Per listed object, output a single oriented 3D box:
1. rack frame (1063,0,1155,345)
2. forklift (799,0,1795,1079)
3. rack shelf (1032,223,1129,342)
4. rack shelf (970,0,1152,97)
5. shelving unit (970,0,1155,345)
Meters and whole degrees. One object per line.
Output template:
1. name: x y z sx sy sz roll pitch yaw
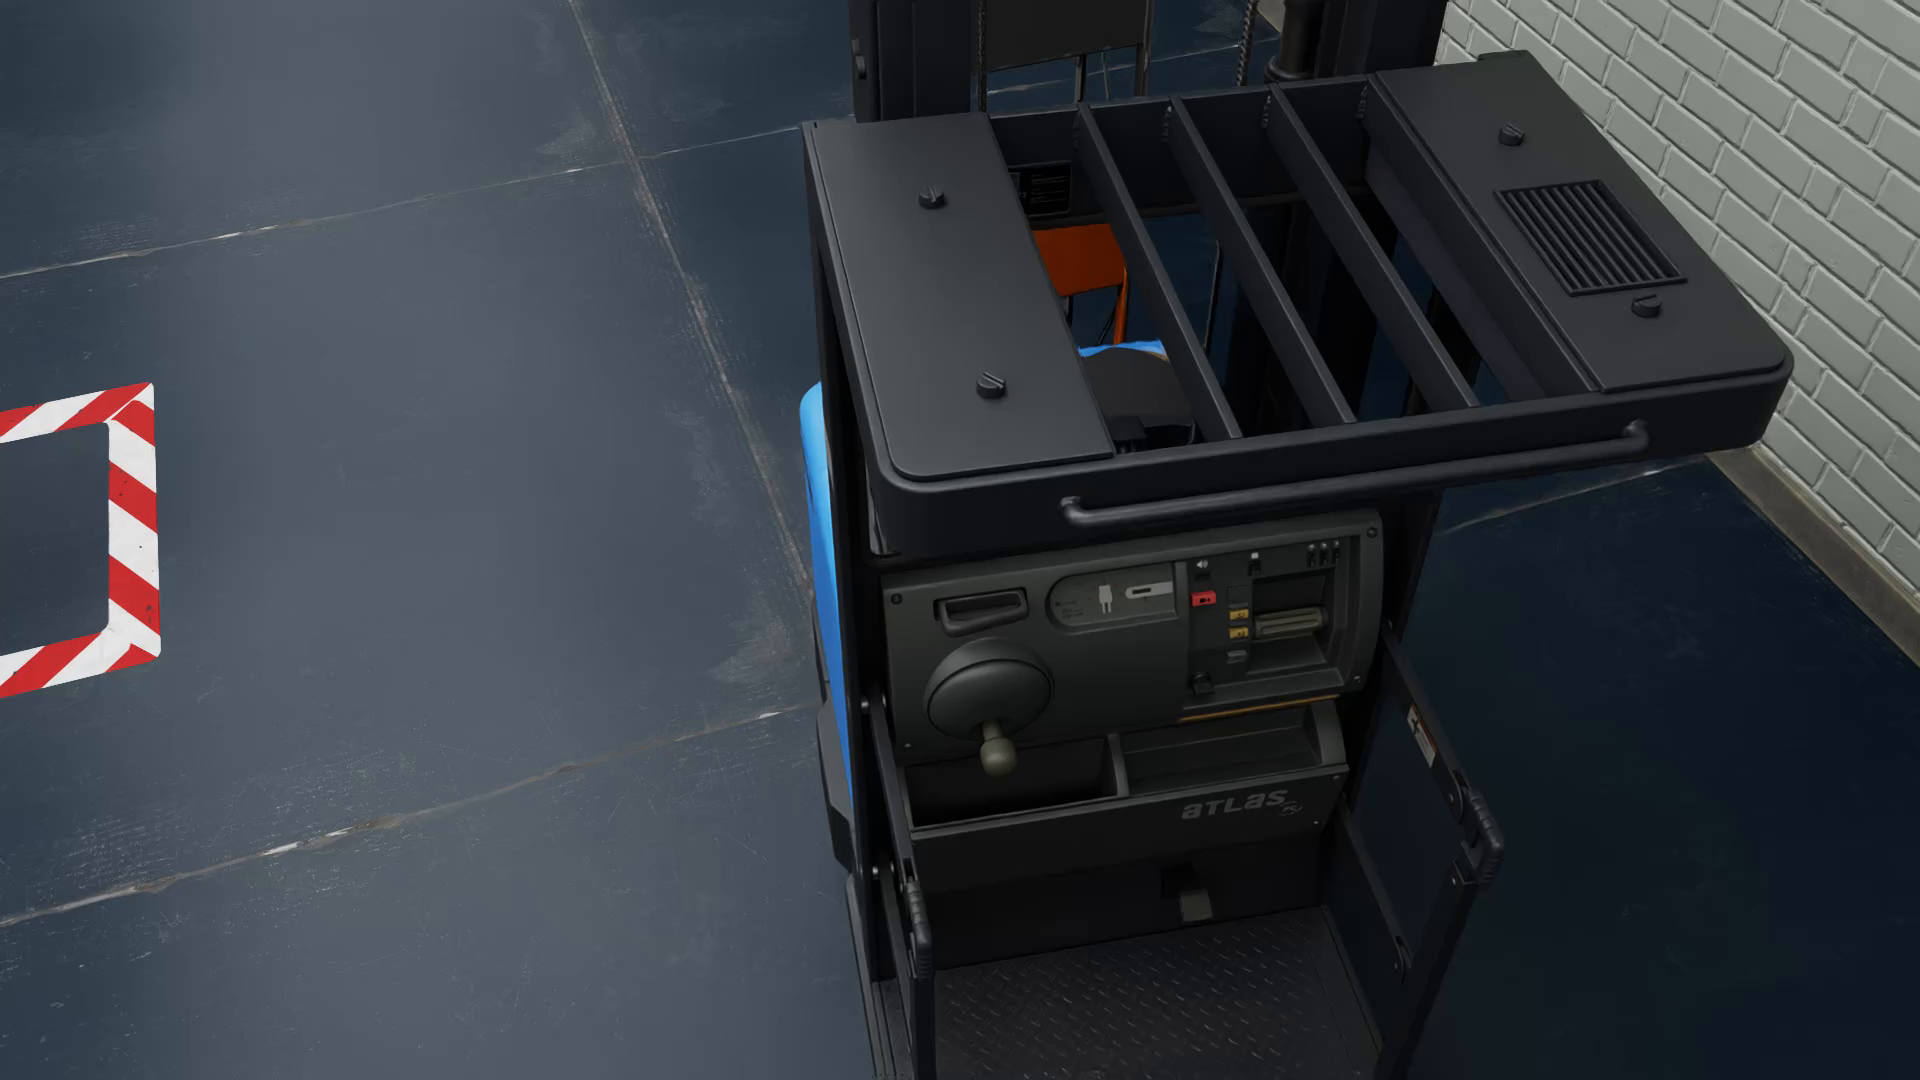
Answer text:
1. rack frame: 0.385 -0.840 4.604 0.015 2.100 0.400 -14 47 -14
2. forklift: 0.368 0.284 2.898 1.130 2.935 3.031 -8 46 -8
3. rack shelf: 0.156 -0.771 4.556 0.480 0.518 0.431 -14 47 -14
4. rack shelf: 0.156 -1.266 4.060 0.480 0.518 0.431 -14 47 -14
5. shelving unit: 0.156 -0.781 4.546 0.503 2.100 0.431 -14 47 -14
